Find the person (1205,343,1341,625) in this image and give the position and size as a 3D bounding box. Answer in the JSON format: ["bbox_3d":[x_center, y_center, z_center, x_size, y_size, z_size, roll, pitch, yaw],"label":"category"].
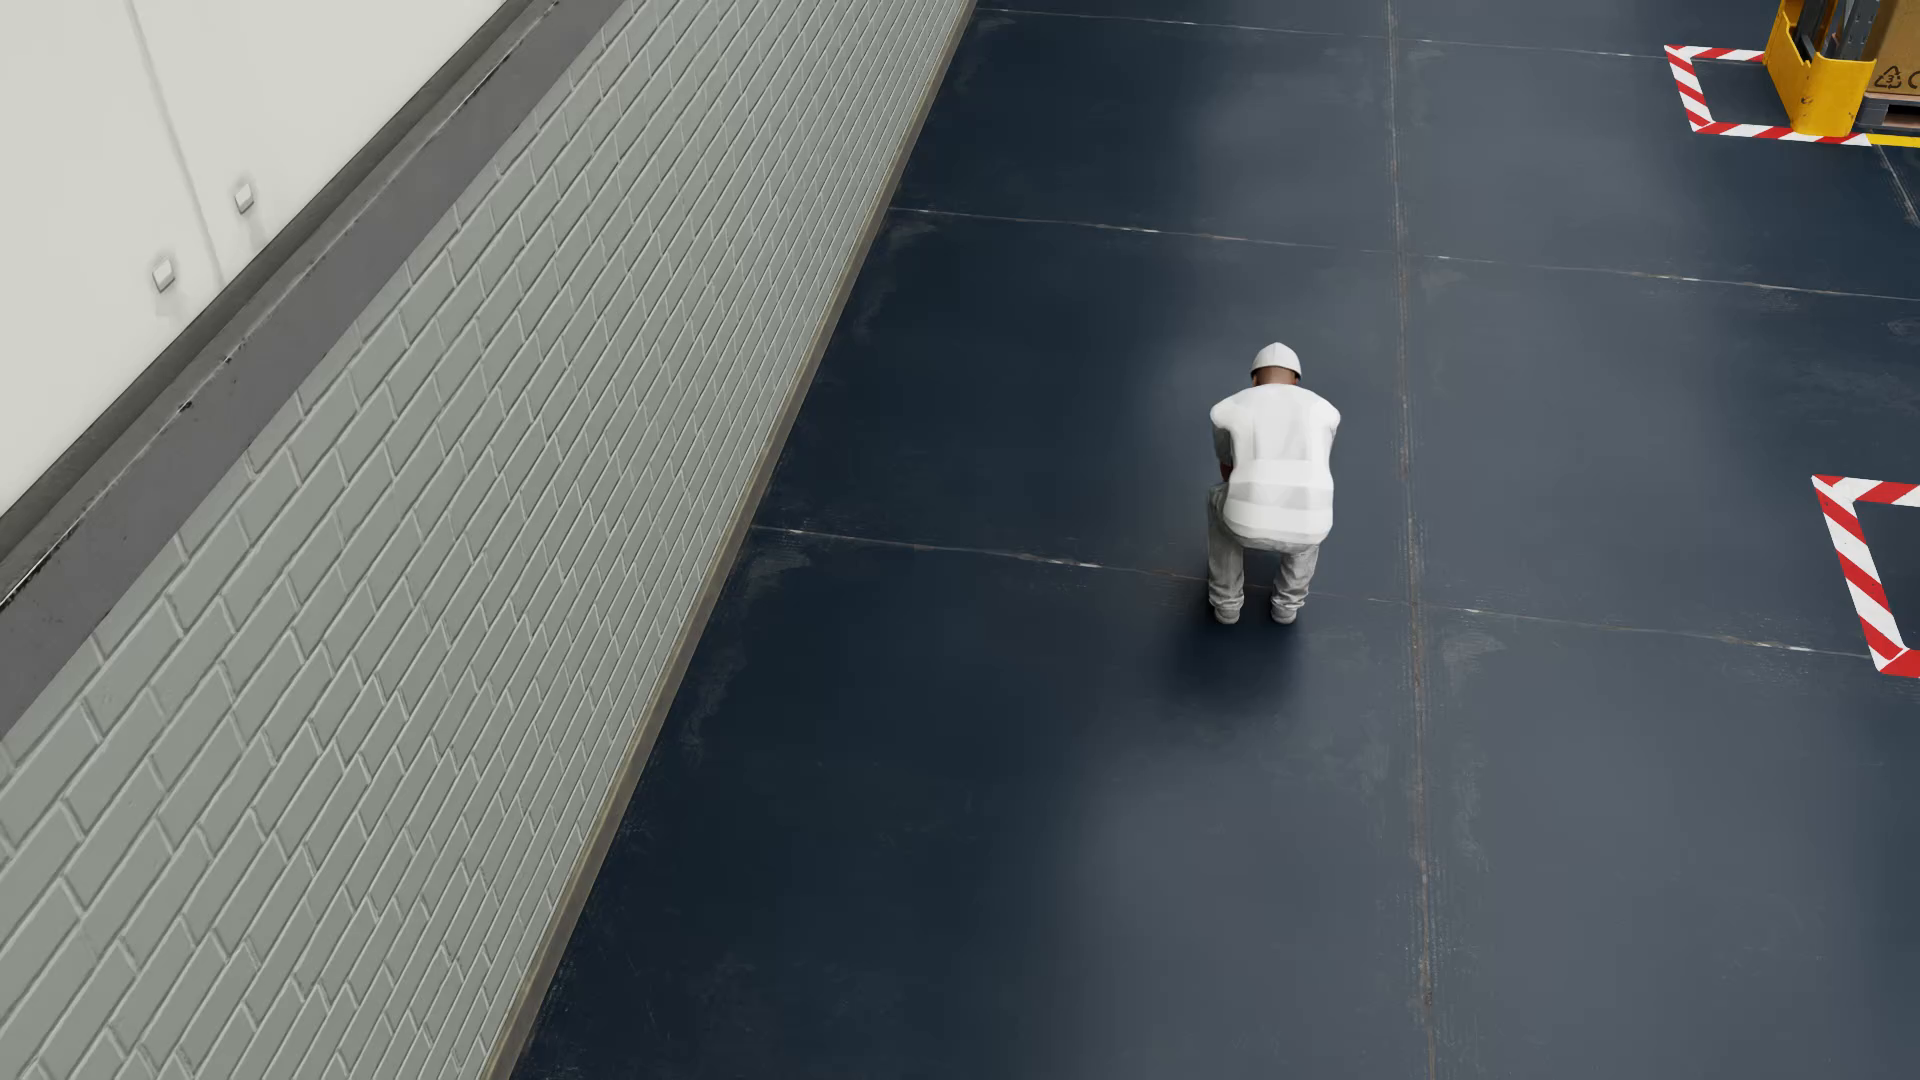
[{"bbox_3d":[1.286,-0.185,6.974,0.542,0.995,0.959,5,40,6],"label":"person"}]
